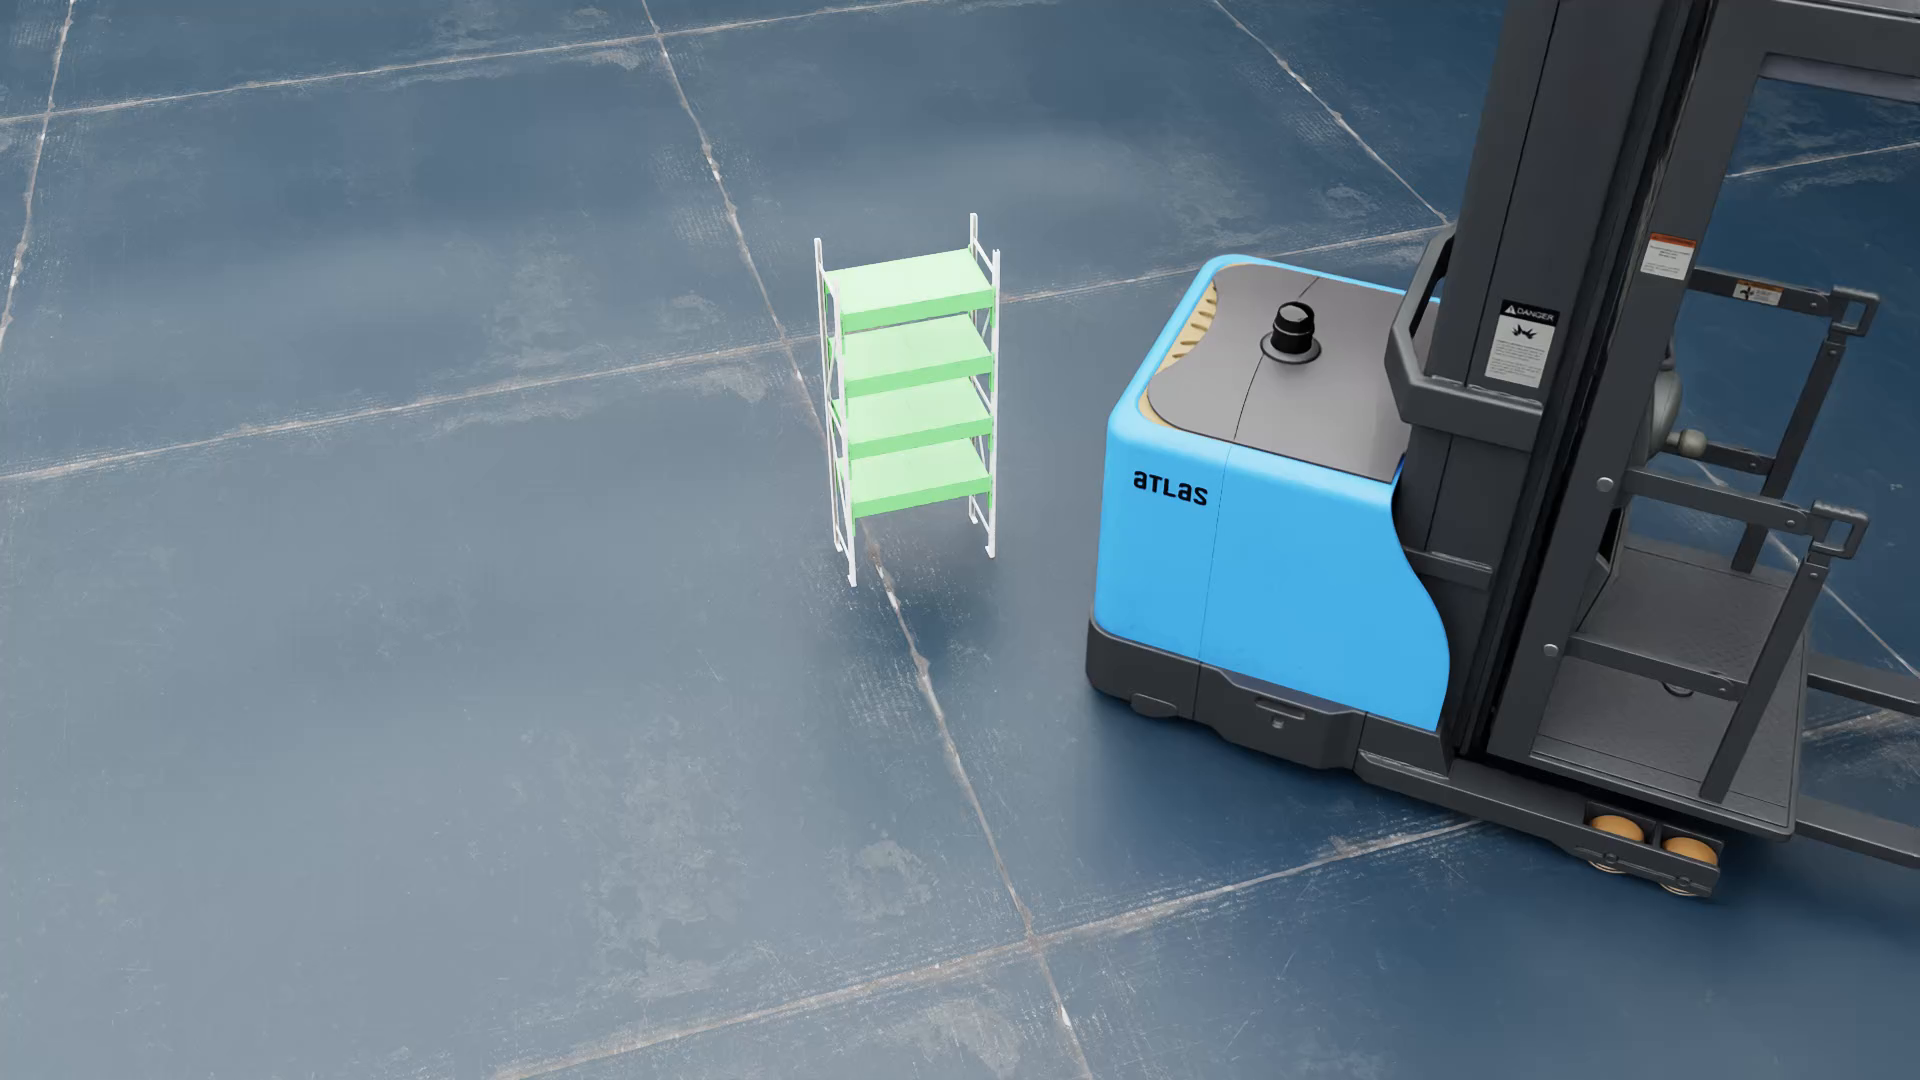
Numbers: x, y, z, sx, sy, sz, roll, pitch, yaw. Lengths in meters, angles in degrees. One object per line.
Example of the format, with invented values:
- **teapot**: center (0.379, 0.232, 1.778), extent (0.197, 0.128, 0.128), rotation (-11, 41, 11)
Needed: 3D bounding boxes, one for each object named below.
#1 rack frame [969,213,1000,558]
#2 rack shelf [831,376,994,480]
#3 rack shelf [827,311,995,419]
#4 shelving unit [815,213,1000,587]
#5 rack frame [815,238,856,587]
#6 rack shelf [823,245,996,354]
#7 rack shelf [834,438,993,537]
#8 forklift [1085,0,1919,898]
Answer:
- **rack frame**: center (0.075, -0.467, 5.373), extent (0.015, 1.200, 0.240), rotation (-12, 42, -13)
- **rack shelf**: center (-0.158, -0.371, 5.360), extent (0.480, 0.148, 0.258), rotation (-12, 42, -13)
- **rack shelf**: center (-0.158, -0.552, 5.202), extent (0.480, 0.148, 0.258), rotation (-12, 42, -13)
- **shelving unit**: center (-0.158, -0.419, 5.318), extent (0.503, 1.200, 0.258), rotation (-12, 42, -13)
- **rack frame**: center (-0.391, -0.371, 5.263), extent (0.015, 1.200, 0.240), rotation (-12, 42, -13)
- **rack shelf**: center (-0.158, -0.732, 5.044), extent (0.480, 0.148, 0.258), rotation (-12, 42, -13)
- **rack shelf**: center (-0.158, -0.190, 5.518), extent (0.480, 0.148, 0.258), rotation (-12, 42, -13)
- **forklift**: center (1.953, -0.517, 4.114), extent (3.031, 2.935, 1.130), rotation (16, 44, 18)
